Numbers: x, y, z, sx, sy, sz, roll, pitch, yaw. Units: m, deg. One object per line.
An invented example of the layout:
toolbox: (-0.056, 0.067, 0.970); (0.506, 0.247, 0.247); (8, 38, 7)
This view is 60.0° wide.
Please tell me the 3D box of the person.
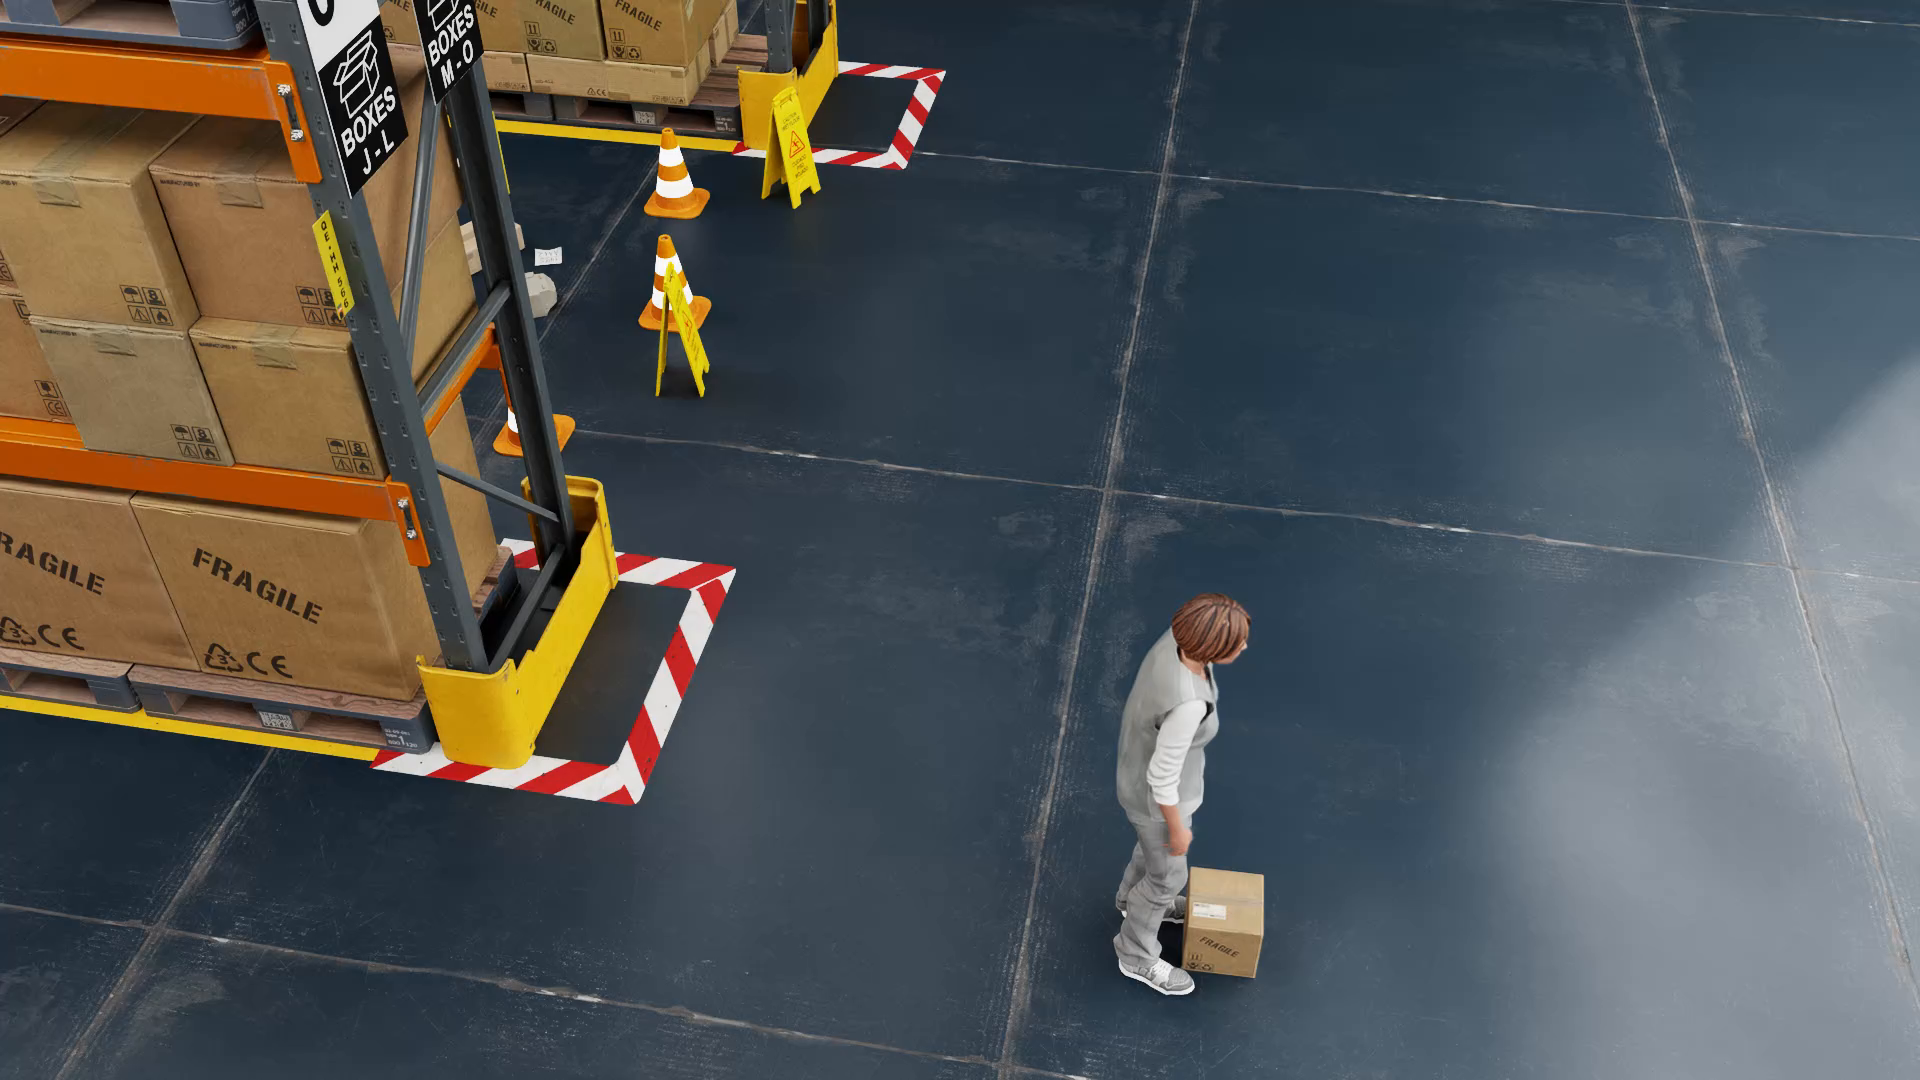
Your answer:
person: (0.667, 0.780, 5.273); (0.348, 1.592, 0.476); (6, 41, 6)
